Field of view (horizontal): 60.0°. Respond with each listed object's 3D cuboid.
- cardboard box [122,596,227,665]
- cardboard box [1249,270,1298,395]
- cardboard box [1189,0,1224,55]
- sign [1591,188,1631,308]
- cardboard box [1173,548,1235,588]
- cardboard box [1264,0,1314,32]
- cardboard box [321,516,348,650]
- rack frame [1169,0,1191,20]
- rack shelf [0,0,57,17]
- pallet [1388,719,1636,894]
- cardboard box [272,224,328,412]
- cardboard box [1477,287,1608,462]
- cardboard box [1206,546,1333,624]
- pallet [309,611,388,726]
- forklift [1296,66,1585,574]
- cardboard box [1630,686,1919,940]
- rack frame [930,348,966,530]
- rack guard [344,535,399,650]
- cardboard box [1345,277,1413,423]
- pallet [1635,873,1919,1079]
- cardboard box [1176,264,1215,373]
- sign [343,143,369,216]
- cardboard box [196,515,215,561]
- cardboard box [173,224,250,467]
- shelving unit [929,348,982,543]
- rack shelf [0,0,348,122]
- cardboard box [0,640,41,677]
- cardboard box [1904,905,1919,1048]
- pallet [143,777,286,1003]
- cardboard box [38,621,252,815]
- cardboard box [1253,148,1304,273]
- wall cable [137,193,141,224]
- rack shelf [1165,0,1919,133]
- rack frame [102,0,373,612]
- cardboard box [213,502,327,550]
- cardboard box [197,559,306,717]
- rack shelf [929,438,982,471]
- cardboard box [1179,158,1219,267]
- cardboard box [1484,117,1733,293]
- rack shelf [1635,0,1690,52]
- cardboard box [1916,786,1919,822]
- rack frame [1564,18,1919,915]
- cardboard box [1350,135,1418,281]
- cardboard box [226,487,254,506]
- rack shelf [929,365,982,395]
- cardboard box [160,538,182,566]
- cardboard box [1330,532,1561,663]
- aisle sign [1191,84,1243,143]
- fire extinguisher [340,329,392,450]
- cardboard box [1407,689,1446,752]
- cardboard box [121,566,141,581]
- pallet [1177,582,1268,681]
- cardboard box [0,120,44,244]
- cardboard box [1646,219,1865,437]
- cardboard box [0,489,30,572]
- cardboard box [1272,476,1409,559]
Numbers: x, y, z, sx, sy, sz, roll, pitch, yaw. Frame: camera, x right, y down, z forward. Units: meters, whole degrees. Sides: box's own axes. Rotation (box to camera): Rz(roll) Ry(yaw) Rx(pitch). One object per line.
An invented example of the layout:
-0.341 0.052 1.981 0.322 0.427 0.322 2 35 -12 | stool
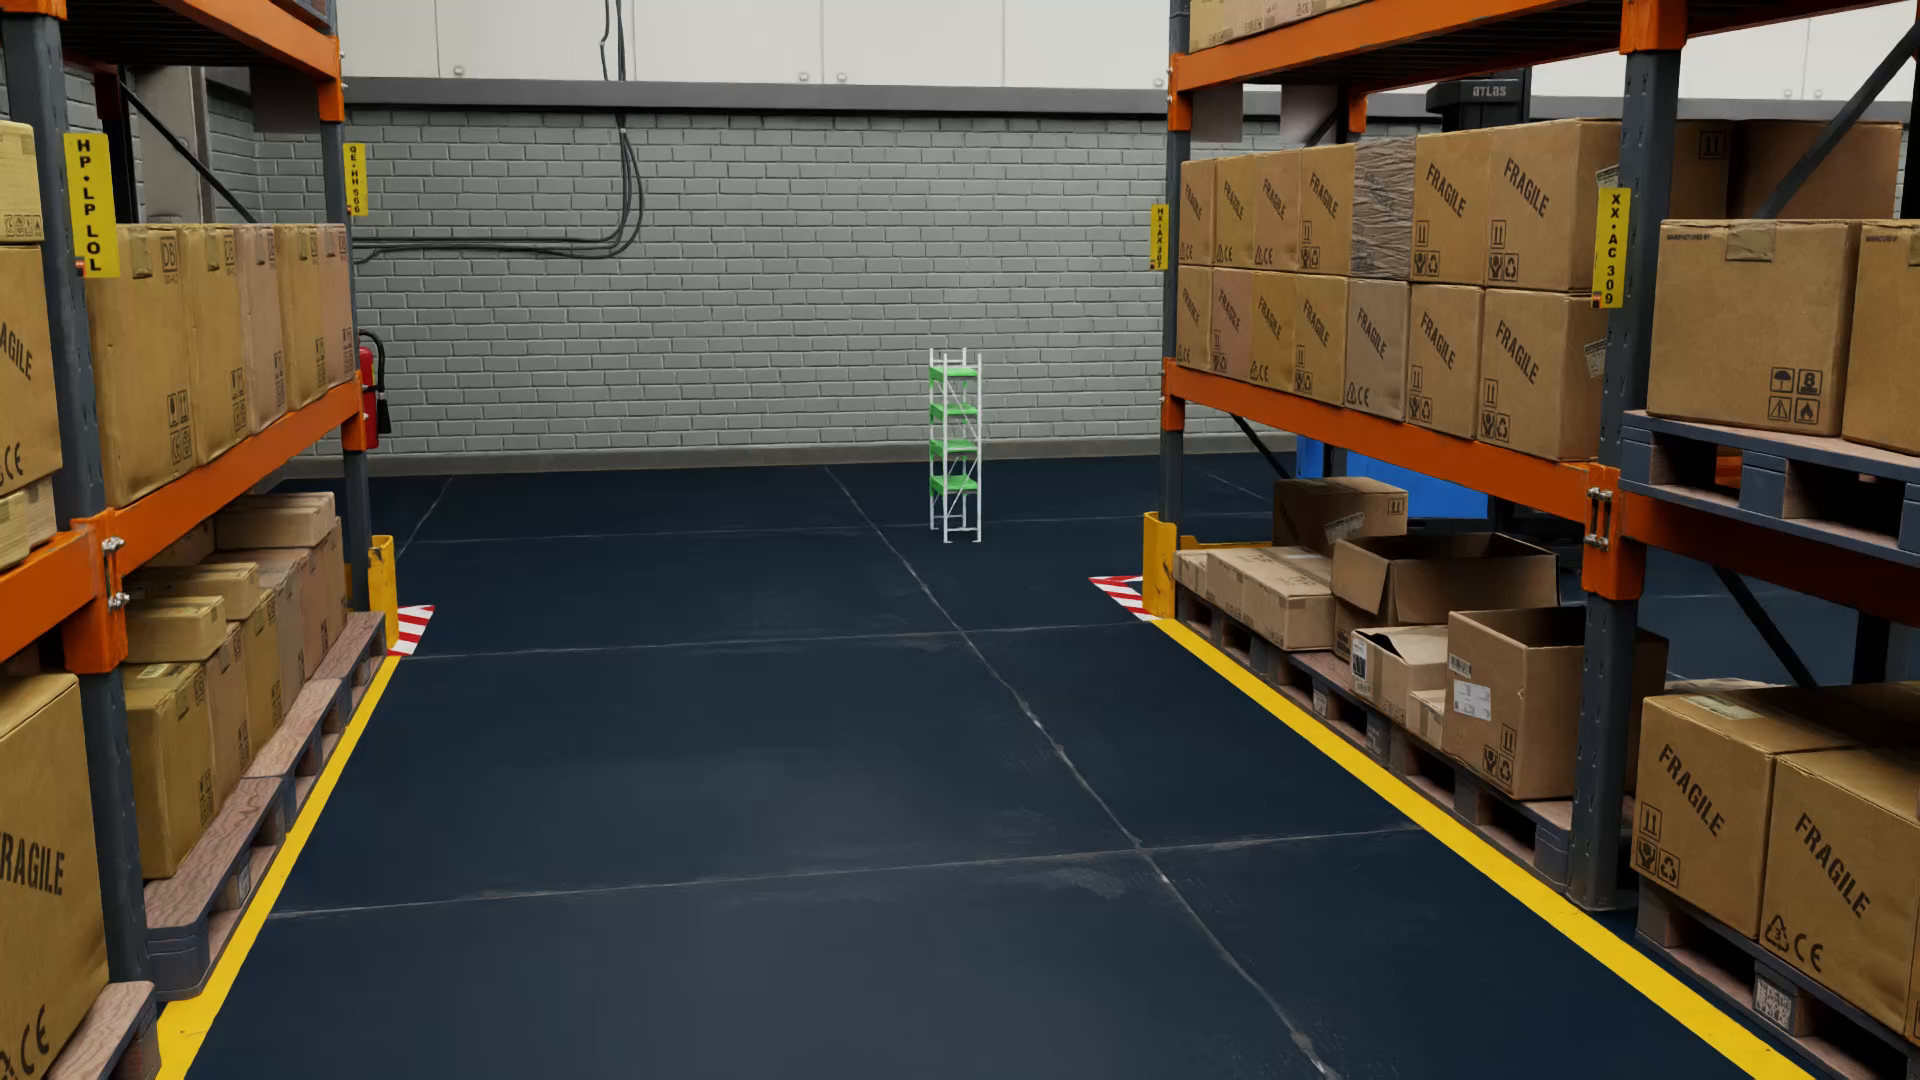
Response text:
-2.465 0.275 5.057 0.380 0.149 0.250 -2 11 -9 | cardboard box
1.576 -0.904 7.155 0.500 0.500 0.500 -2 11 -11 | cardboard box
1.398 -2.429 7.812 0.500 0.250 0.500 -2 11 -11 | cardboard box
1.795 -0.803 4.576 0.100 0.325 0.005 -2 11 -11 | sign
1.292 0.141 8.379 0.380 0.149 0.250 -2 11 -11 | cardboard box
1.581 -2.245 6.847 0.500 0.250 0.500 -2 11 -11 | cardboard box
-3.077 0.195 7.211 0.700 0.500 0.500 -2 11 -11 | cardboard box
1.547 -4.079 8.062 1.000 3.000 0.127 -2 11 -11 | rack frame
-2.144 -0.971 1.678 1.077 0.370 4.000 -2 11 -11 | rack shelf
2.193 0.845 5.691 1.003 0.211 1.213 -2 11 -11 | pallet
-3.049 -0.872 6.456 0.980 0.700 0.700 -2 11 -11 | cardboard box
1.977 -0.530 5.191 0.500 0.500 0.500 -2 11 -10 | cardboard box
1.472 0.204 7.778 0.500 0.250 0.500 -2 11 -11 | cardboard box
-3.079 0.562 7.178 1.003 0.211 1.213 -2 11 -11 | pallet
3.592 -1.341 9.905 3.031 2.935 1.130 2 11 8 | forklift
2.181 0.711 4.448 0.500 0.500 0.500 -3 11 -14 | cardboard box
-0.080 -0.665 10.979 0.240 1.200 0.015 -2 11 -11 | rack frame
-3.315 0.272 7.929 1.175 0.500 0.348 -2 11 -11 | rack guard
1.773 -0.719 6.182 0.500 0.500 0.500 -2 11 -10 | cardboard box
2.521 1.119 4.252 1.003 0.211 1.213 -2 11 -11 | pallet
1.375 -1.090 8.135 0.500 0.500 0.500 -2 11 -10 | cardboard box
-2.776 -1.654 7.632 0.100 0.325 0.005 -2 11 -11 | sign
-3.150 0.000 6.504 0.380 0.149 0.250 -2 11 -11 | cardboard box
-2.759 -0.599 5.020 0.980 0.700 0.700 -2 11 -12 | cardboard box
-0.032 -0.620 10.744 0.258 1.200 0.503 -2 11 -11 | shelving unit
-2.922 -1.705 5.532 1.077 0.370 4.000 -2 11 -11 | rack shelf
-2.744 0.378 4.514 0.380 0.149 0.250 -2 11 -11 | cardboard box
2.385 0.900 3.453 0.500 0.500 0.500 -2 11 -10 | cardboard box
-2.604 1.010 4.826 1.003 0.211 1.213 -2 11 -11 | pallet
-2.672 0.571 5.237 0.700 0.500 0.500 -2 11 -12 | cardboard box
1.577 -1.394 7.056 0.500 0.500 0.500 -2 11 -10 | cardboard box
-4.488 -1.651 8.631 0.084 1.984 1.851 -2 11 -11 | wall cable
1.936 -1.886 6.482 1.077 0.370 4.000 -2 11 -11 | rack shelf
-3.311 -0.951 7.672 1.000 3.000 0.127 -2 11 -11 | rack frame
-2.822 -0.060 6.816 0.380 0.149 0.250 -2 11 -9 | cardboard box
-2.881 0.379 6.245 0.700 0.500 0.500 -2 11 -13 | cardboard box
-0.032 -0.557 10.756 0.258 0.148 0.480 -2 11 -11 | rack shelf
1.375 -1.582 8.042 0.500 0.500 0.500 -2 11 -9 | cardboard box
1.973 -1.022 5.103 0.500 0.500 0.500 -2 11 -11 | cardboard box
2.714 -1.152 2.628 1.077 0.370 4.000 -2 11 -11 | rack shelf
2.375 0.526 3.414 0.500 0.250 0.500 -2 11 -11 | cardboard box
2.325 -0.399 4.768 1.000 3.000 0.127 -2 11 -11 | rack frame
1.773 -1.208 6.082 0.500 0.500 0.500 -2 11 -11 | cardboard box
-3.297 -0.139 7.233 0.380 0.149 0.250 -2 11 -11 | cardboard box
-0.032 -1.029 10.666 0.258 0.148 0.480 -2 11 -11 | rack shelf
-3.049 0.093 6.012 0.380 0.149 0.250 -2 11 -10 | cardboard box
1.955 0.267 6.770 0.797 0.503 0.637 -2 11 -11 | cardboard box
1.246 -2.411 8.389 0.394 0.787 0.004 -2 11 -11 | aisle sign
-2.888 -0.775 7.948 0.296 0.674 0.183 -2 11 -11 | fire extinguisher
1.805 0.625 5.838 0.380 0.149 0.250 -2 11 -11 | cardboard box
-2.949 0.187 5.519 0.380 0.149 0.250 -2 11 -10 | cardboard box
1.718 0.398 8.042 1.003 0.211 1.213 -2 11 -11 | pallet
-2.191 -0.715 3.308 0.500 0.250 0.500 -2 11 -10 | cardboard box
2.198 -0.559 4.220 0.700 0.500 0.500 -6 12 -30 | cardboard box
-2.117 -0.007 3.329 0.380 0.149 0.250 -2 11 -10 | cardboard box
1.895 -0.030 8.338 0.500 0.500 0.500 -2 11 -11 | cardboard box
